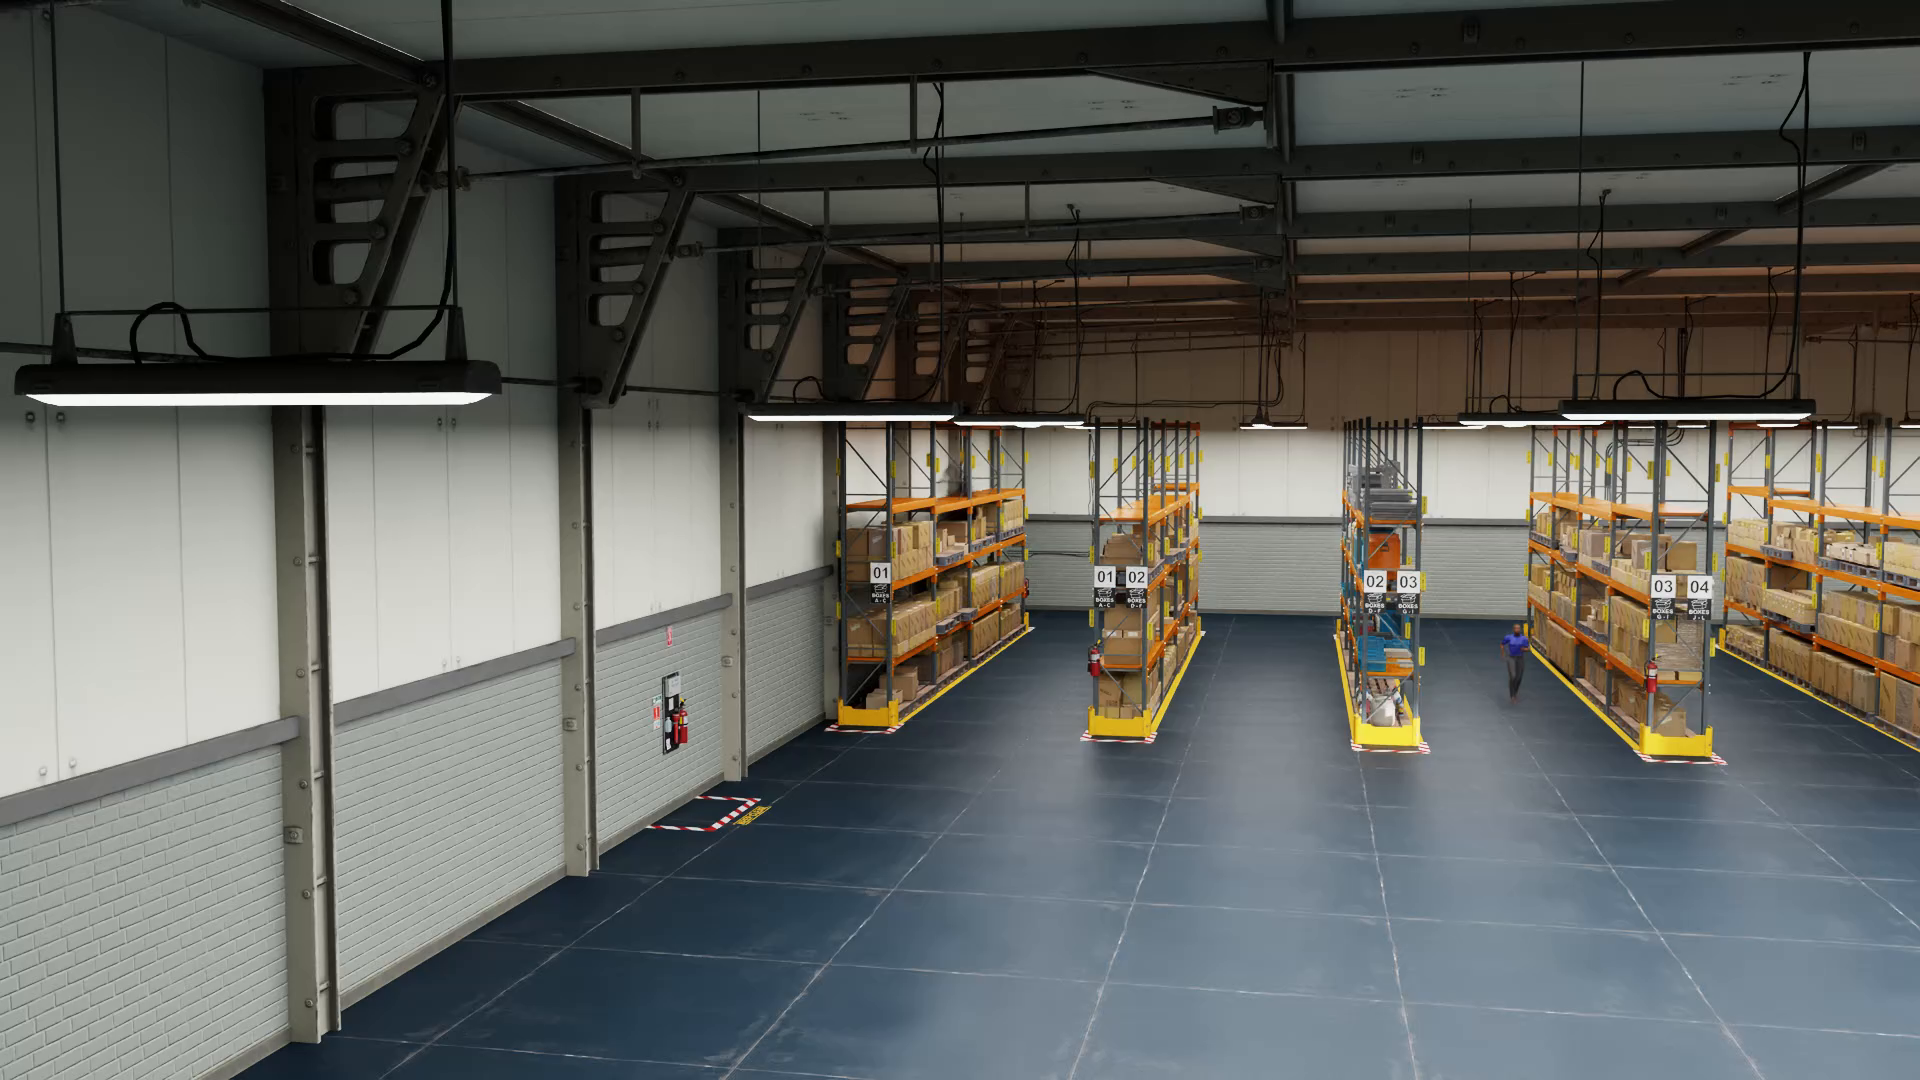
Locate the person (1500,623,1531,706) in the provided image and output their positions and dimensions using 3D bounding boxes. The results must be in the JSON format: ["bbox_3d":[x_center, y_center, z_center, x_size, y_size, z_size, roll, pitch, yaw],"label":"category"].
[{"bbox_3d":[11.754,2.654,35.202,0.542,1.612,0.803,0,4,3],"label":"person"}]

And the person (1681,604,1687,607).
[{"bbox_3d":[19.583,1.928,45.058,0.799,1.737,0.715,-2,4,-23],"label":"person"}]
